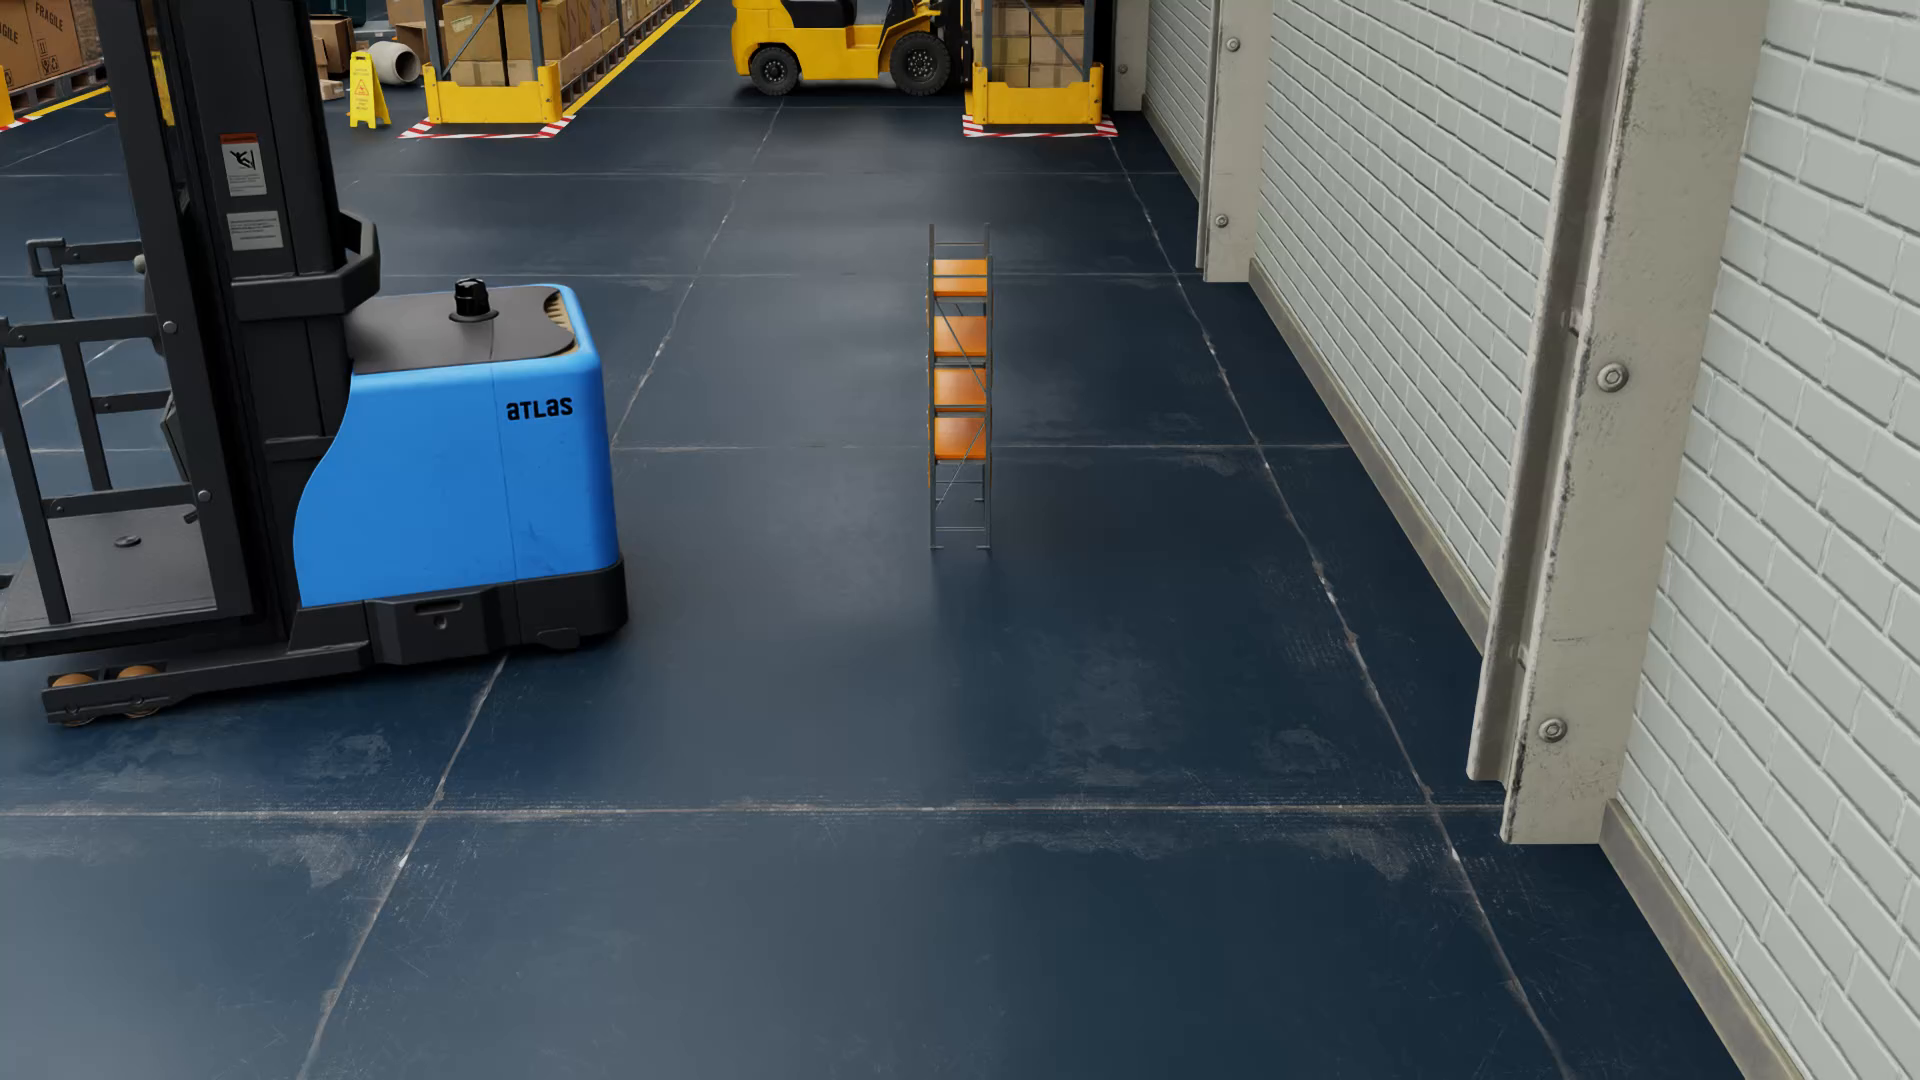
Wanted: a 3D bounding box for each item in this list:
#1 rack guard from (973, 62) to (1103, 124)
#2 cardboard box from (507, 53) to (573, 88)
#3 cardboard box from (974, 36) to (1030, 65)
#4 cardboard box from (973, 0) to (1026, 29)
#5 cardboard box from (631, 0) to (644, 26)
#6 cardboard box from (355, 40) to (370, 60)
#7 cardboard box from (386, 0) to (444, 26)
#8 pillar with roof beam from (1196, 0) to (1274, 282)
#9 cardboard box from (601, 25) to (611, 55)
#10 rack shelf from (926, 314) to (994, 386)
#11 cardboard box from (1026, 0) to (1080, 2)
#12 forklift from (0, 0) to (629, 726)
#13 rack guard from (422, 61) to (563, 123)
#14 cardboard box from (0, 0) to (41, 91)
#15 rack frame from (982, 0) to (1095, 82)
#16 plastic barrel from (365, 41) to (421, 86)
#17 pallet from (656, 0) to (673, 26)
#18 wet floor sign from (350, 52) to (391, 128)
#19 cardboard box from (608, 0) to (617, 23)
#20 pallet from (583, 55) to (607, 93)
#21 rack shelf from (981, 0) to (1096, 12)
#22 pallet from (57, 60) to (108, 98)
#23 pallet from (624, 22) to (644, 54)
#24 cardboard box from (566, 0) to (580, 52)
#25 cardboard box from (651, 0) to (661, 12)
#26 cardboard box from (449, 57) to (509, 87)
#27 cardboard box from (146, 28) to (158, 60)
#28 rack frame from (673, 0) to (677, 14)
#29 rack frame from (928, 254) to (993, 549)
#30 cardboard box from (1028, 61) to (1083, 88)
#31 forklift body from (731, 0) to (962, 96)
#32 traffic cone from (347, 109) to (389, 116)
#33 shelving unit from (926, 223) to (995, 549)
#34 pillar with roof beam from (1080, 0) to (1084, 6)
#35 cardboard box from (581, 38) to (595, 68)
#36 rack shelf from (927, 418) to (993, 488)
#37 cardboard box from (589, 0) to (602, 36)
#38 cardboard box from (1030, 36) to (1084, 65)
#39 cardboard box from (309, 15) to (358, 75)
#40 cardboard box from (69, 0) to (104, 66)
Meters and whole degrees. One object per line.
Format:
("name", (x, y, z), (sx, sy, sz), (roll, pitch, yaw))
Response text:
("rack guard", (0.703, -4.076, 15.155), (1.175, 0.500, 0.348), (0, 24, -1))
("cardboard box", (-3.992, -4.473, 15.826), (0.500, 0.250, 0.500), (0, 24, -1))
("cardboard box", (0.385, -4.590, 15.479), (0.500, 0.250, 0.500), (-1, 24, -1))
("cardboard box", (0.375, -5.017, 15.817), (0.500, 0.250, 0.500), (0, 24, 0))
("cardboard box", (-4.323, -6.355, 19.841), (0.950, 0.372, 0.625), (1, 24, 3))
("cardboard box", (-6.441, -5.258, 18.053), (0.258, 0.266, 0.396), (-19, 31, -36))
("cardboard box", (-6.083, -6.035, 18.567), (0.500, 0.500, 0.500), (0, 24, -1))
("pillar with roof beam", (-2.642, -5.757, 8.559), (9.100, 9.000, 0.400), (0, 24, -1))
("cardboard box", (-4.013, -5.326, 17.712), (0.500, 0.250, 0.500), (-1, 24, -2))
("rack shelf", (-0.002, -0.757, 6.589), (0.258, 0.148, 0.480), (0, 24, -1))
("cardboard box", (0.878, -5.023, 15.830), (0.500, 0.250, 0.500), (0, 24, 0))
("forklift", (-2.760, -0.973, 5.345), (3.031, 2.935, 1.130), (-7, 25, -16))
("rack guard", (-4.261, -4.093, 15.193), (1.175, 0.500, 0.348), (0, 24, -1))
("cardboard box", (-9.282, -4.639, 15.436), (0.875, 0.875, 0.875), (0, 24, 0))
("rack frame", (0.703, -5.224, 14.661), (1.000, 3.000, 0.127), (0, 24, -1))
("plastic barrel", (-5.797, -4.871, 17.006), (0.512, 0.421, 0.421), (19, 30, 35))
("pallet", (-4.340, -6.905, 21.760), (1.003, 0.211, 1.213), (0, 24, -1))
("wet floor sign", (-5.328, -4.045, 14.910), (0.267, 0.644, 0.232), (8, 26, 18))
("cardboard box", (-4.029, -5.886, 18.042), (0.500, 0.500, 0.500), (-1, 24, -1))
("pallet", (-4.245, -4.798, 17.102), (1.003, 0.211, 1.213), (0, 24, -1))
("rack shelf", (0.681, -5.721, 16.632), (1.077, 0.370, 4.000), (0, 24, -1))
("pallet", (-9.306, -4.697, 16.879), (1.003, 0.211, 1.213), (0, 24, -1))
("pallet", (-4.314, -5.899, 19.537), (1.003, 0.211, 1.213), (0, 24, -1))
("cardboard box", (-4.003, -5.040, 16.170), (0.500, 0.500, 0.500), (-1, 24, -3))
("cardboard box", (-4.335, -6.954, 21.165), (0.950, 0.372, 0.625), (-1, 24, -2))
("cardboard box", (-4.538, -4.481, 15.844), (0.500, 0.250, 0.500), (0, 24, -1))
("cardboard box", (-8.209, -5.012, 17.222), (0.500, 0.500, 0.500), (4, 25, 9))
("rack frame", (-4.347, -8.497, 21.897), (1.000, 3.000, 0.127), (0, 24, -1))
("rack frame", (0.001, -0.514, 6.431), (0.240, 1.200, 0.015), (0, 24, -1))
("cardboard box", (0.893, -4.366, 15.591), (0.500, 0.250, 0.500), (0, 24, 0))
("forklift body", (-1.142, -5.611, 16.546), (2.313, 2.155, 1.214), (0, 24, -1))
("traffic cone", (-5.555, -4.216, 15.510), (0.336, 0.463, 0.334), (0, 24, -1))
("shelving unit", (-0.002, -0.615, 6.654), (0.258, 1.200, 0.503), (0, 24, -1))
("pillar with roof beam", (-2.773, -10.702, 19.492), (9.100, 9.000, 0.400), (0, 24, -1))
("cardboard box", (-4.009, -4.908, 16.789), (0.500, 0.250, 0.500), (1, 24, 3))
("rack shelf", (-0.002, -0.373, 6.763), (0.258, 0.148, 0.480), (0, 24, -1))
("cardboard box", (-4.015, -5.467, 17.114), (0.500, 0.500, 0.500), (1, 24, 2))
("cardboard box", (0.906, -4.585, 15.469), (0.500, 0.250, 0.500), (0, 24, 0))
("cardboard box", (-6.829, -5.223, 17.522), (0.797, 0.637, 0.503), (0, 24, -1))
("cardboard box", (-9.302, -5.377, 17.068), (0.875, 0.875, 0.875), (0, 24, 0))
